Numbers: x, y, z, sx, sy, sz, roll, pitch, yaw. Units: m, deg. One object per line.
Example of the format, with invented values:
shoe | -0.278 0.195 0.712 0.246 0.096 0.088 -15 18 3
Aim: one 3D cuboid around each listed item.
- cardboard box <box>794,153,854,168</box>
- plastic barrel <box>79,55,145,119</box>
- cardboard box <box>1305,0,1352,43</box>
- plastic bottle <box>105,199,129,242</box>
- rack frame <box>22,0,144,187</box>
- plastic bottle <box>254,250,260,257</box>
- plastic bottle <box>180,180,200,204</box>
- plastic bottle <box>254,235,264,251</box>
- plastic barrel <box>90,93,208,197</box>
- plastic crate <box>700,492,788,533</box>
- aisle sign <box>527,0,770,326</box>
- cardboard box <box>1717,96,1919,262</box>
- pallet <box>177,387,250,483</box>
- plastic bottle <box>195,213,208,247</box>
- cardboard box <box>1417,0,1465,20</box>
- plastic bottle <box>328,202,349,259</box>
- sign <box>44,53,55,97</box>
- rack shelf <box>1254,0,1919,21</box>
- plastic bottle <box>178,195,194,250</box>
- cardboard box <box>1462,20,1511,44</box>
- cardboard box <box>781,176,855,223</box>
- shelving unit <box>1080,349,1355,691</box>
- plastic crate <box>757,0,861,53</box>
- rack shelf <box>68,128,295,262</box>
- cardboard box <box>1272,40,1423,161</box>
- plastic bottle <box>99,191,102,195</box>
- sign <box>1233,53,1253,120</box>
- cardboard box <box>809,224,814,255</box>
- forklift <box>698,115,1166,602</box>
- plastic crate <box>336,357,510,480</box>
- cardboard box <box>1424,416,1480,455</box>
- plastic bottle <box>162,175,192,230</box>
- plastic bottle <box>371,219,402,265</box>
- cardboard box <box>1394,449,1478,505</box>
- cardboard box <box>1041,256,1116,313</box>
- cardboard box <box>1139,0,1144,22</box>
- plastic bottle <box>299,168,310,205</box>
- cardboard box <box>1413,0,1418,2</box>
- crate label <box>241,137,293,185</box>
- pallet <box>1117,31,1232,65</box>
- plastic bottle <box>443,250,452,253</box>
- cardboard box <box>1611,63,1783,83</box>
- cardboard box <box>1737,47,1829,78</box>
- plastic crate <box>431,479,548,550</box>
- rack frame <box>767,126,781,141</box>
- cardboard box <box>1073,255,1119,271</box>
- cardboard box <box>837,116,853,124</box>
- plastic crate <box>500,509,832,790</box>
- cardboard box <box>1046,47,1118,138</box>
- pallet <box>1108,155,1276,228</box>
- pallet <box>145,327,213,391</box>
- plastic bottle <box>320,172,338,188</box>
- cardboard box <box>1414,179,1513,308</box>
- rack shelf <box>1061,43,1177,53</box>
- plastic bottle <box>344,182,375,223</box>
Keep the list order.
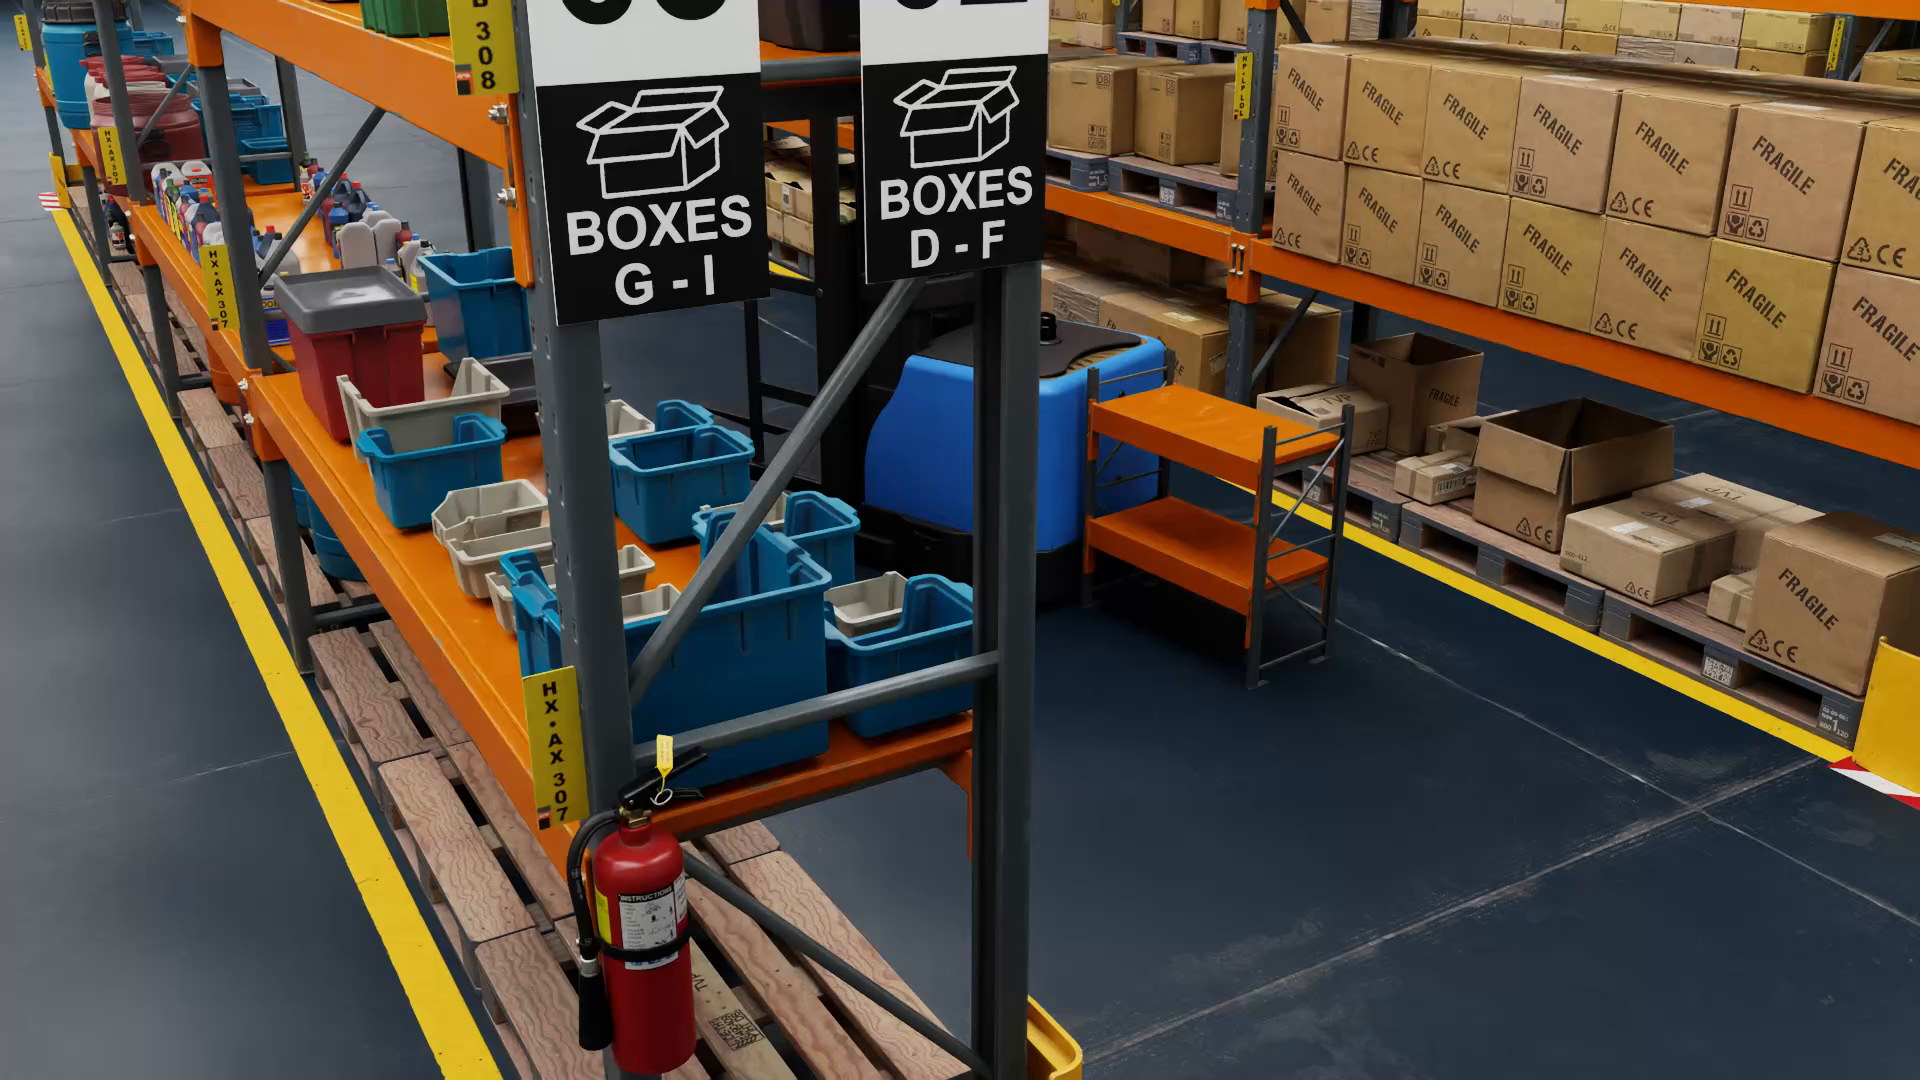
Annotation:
cardboard box | -1.189 -3.252 14.678 0.500 0.311 0.500 -13 25 -28
plastic barrel | -6.127 -3.236 12.109 0.433 0.535 0.433 0 22 0
cardboard box | 3.576 -4.712 15.203 0.700 0.500 0.500 -15 27 -33
plastic bottle | -7.003 -2.655 13.793 0.144 0.351 0.185 -13 26 -30
rack frame | -8.470 -4.820 16.186 1.000 3.000 0.127 -13 25 -28
plastic bottle | -3.091 -1.147 7.216 0.144 0.351 0.185 -13 25 -28
plastic bottle | -4.116 -1.787 8.896 0.097 0.271 0.097 0 22 0
plastic bottle | -3.166 -1.253 7.581 0.097 0.271 0.097 0 22 0
plastic barrel | -4.881 -2.385 10.015 0.600 0.536 0.708 -13 25 -28
plastic crate | -0.579 -0.029 4.669 0.250 0.136 0.298 -13 25 -28
aisle sign | -0.512 -0.765 2.758 0.394 0.787 0.004 -13 25 -28
cardboard box | 3.241 -1.356 6.204 0.500 0.500 0.500 -12 25 -27
pallet | -3.945 -0.691 9.732 1.003 0.211 1.213 -13 25 -28
plastic bottle | -3.608 -1.413 7.959 0.061 0.283 0.133 -13 25 -28
cardboard box | 4.159 -4.471 13.777 0.500 0.250 0.500 -12 25 -27
plastic bottle | -3.100 -1.552 8.317 0.097 0.271 0.097 0 22 0
sign | -6.905 -3.551 12.697 0.100 0.325 0.005 -13 25 -28
rack shelf | 2.942 -2.296 6.948 1.077 0.370 4.000 -13 25 -28
plastic bottle | -3.933 -1.626 8.500 0.097 0.271 0.097 0 22 0
cardboard box | 4.421 -3.951 13.495 0.500 0.500 0.500 -12 25 -26
cardboard box | -1.129 -2.815 13.604 0.500 0.311 0.500 -13 25 -29
shelving unit | 1.064 -0.118 7.108 0.538 1.125 1.048 -16 27 -35
plastic crate | -0.254 -1.148 3.342 0.497 0.269 0.590 -13 25 -28
rack shelf | -5.405 -2.544 11.543 1.077 0.370 4.000 -13 25 -28
cardboard box | 1.919 -2.190 8.255 0.500 0.500 0.500 -12 25 -27
plastic bottle | -7.482 -2.904 14.511 0.097 0.271 0.097 0 22 0
sign | 1.445 -2.315 8.487 0.100 0.325 0.005 -13 25 -28
cardboard box | -0.868 -2.392 13.307 0.500 0.250 0.500 -13 25 -29
forklift | -0.497 -1.503 8.117 3.031 2.935 1.130 16 27 35
plastic crate | -1.719 -0.379 5.337 0.437 0.282 0.530 -13 25 -28
cardboard box | 2.698 -0.530 8.834 0.380 0.149 0.250 -13 25 -28
plastic bottle | -4.204 -1.821 8.972 0.152 0.276 0.135 -13 25 -28
plastic bottle | -2.722 -1.401 7.939 0.152 0.276 0.135 -13 25 -28
cardboard box | 2.399 -0.323 8.300 0.380 0.166 0.250 -13 25 -28
cardboard box | 0.659 -1.526 10.817 0.500 0.500 0.500 -14 26 -30
cardboard box | 2.030 -5.910 18.045 0.500 0.500 0.500 -13 26 -29
plastic bottle | -3.767 -2.048 9.631 0.097 0.201 0.097 0 22 0
cardboard box | 3.932 -4.792 14.540 0.380 0.149 0.250 -17 27 -35
crate label | -4.276 -2.361 10.359 0.303 0.233 0.416 -13 25 -28
pallet | 2.356 -5.066 17.047 1.003 0.211 1.213 -13 25 -28
plastic bottle | -2.229 -1.125 7.251 0.061 0.283 0.133 -13 25 -28
cardboard box | 3.178 -1.791 7.273 0.500 0.500 0.500 -13 25 -29
cardboard box | 5.724 -3.135 11.487 0.500 0.500 0.500 -13 26 -29
plastic crate | -1.335 -0.050 4.720 0.298 0.136 0.250 -13 25 -28
rack frame | -2.166 -4.477 15.341 1.000 3.000 0.127 -13 25 -28
cardboard box | 1.094 -1.634 11.083 0.500 0.500 0.500 -14 26 -30
cardboard box | -0.820 -3.303 12.789 0.380 0.149 0.250 -13 25 -28
plastic crate | -0.629 0.243 3.604 0.616 0.435 0.499 -13 25 -28
cardboard box | 0.598 -2.908 10.791 0.700 0.500 0.500 -8 23 -18
pallet | 1.606 -2.078 9.694 1.003 0.211 1.213 -13 25 -28
pallet | -4.746 -1.197 10.975 1.003 0.211 1.213 -13 25 -28
plastic bottle | -3.450 -1.880 9.124 0.097 0.271 0.097 0 22 0
cardboard box | 2.464 -1.388 7.611 0.500 0.500 0.500 -13 25 -29
rack shelf | 1.069 -5.745 19.417 1.077 0.370 4.000 -13 25 -28
plastic bottle | -3.018 -1.626 8.394 0.144 0.351 0.185 -13 25 -28
